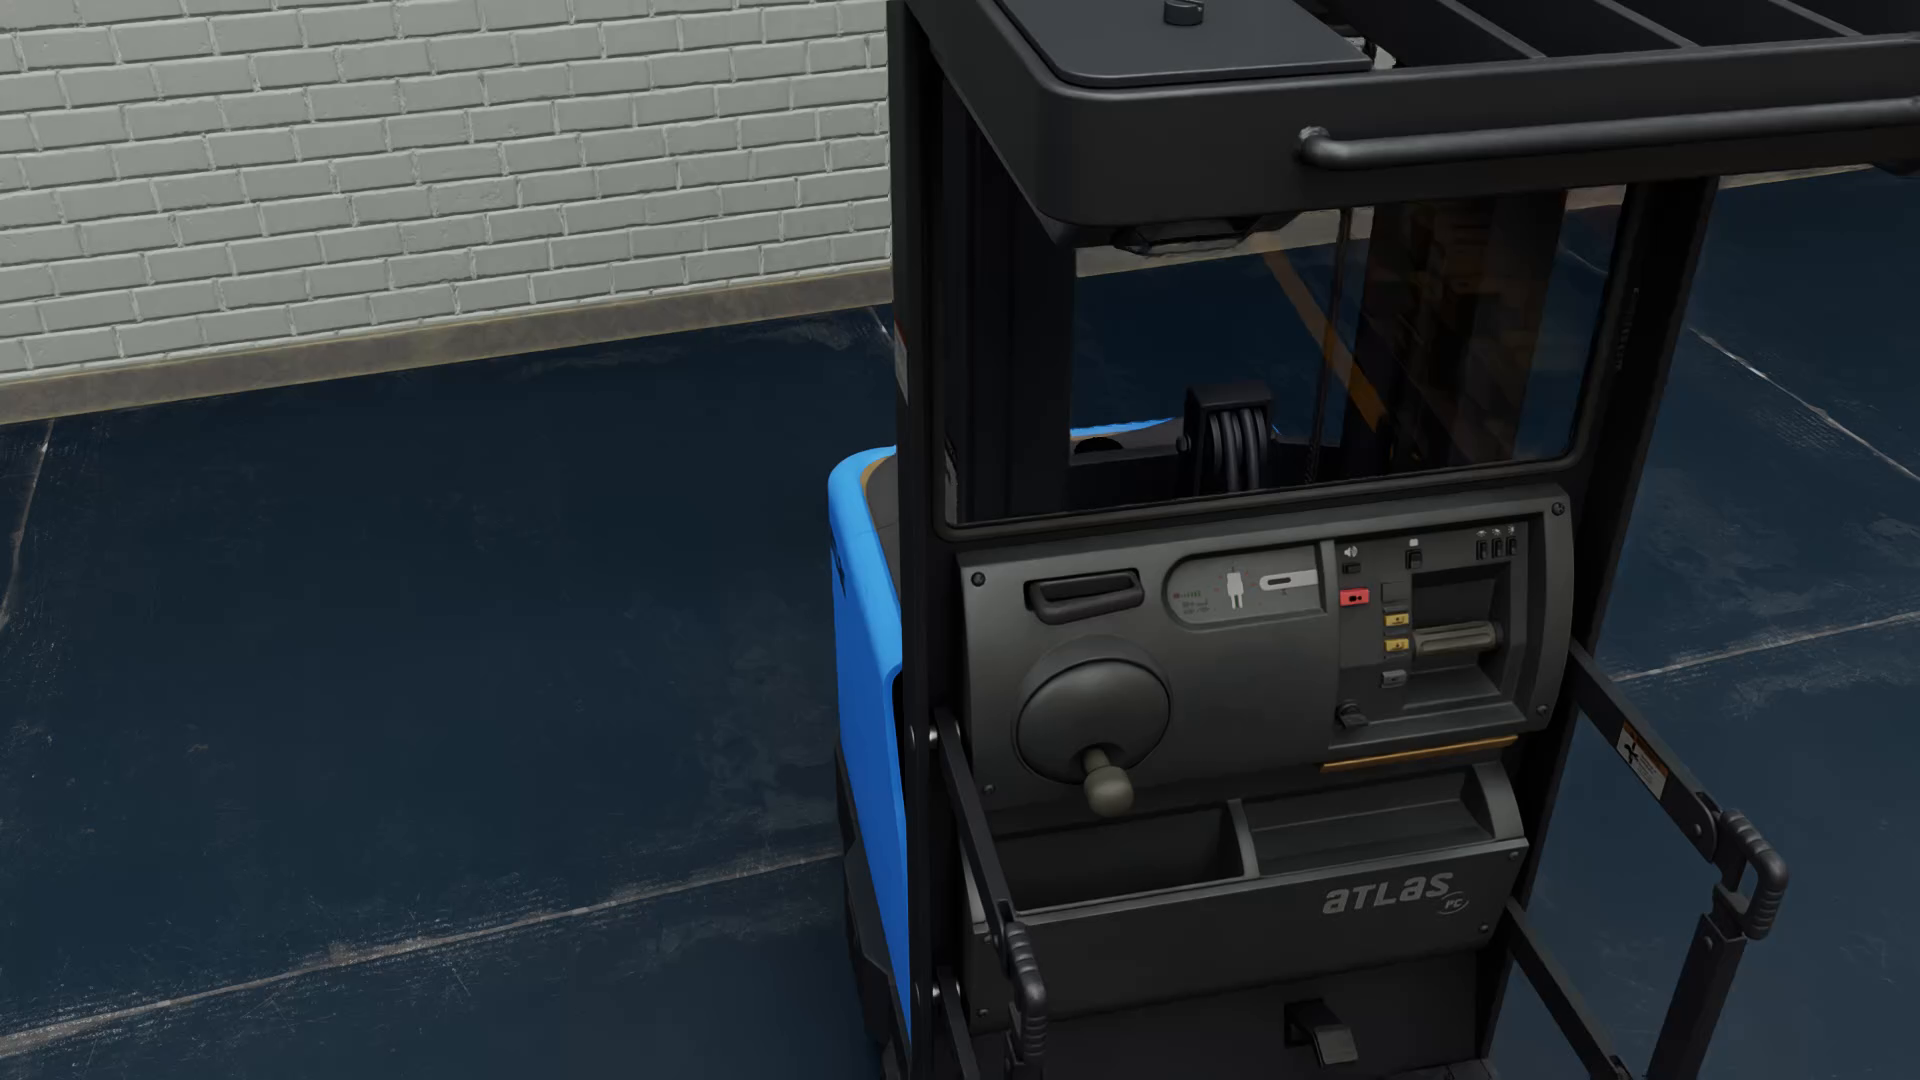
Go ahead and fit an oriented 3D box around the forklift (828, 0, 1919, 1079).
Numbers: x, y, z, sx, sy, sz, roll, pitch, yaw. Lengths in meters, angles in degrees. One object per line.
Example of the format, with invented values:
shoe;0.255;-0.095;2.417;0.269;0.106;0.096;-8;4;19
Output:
forklift;0.507;0.220;2.259;1.130;2.935;3.031;-7;34;-10
